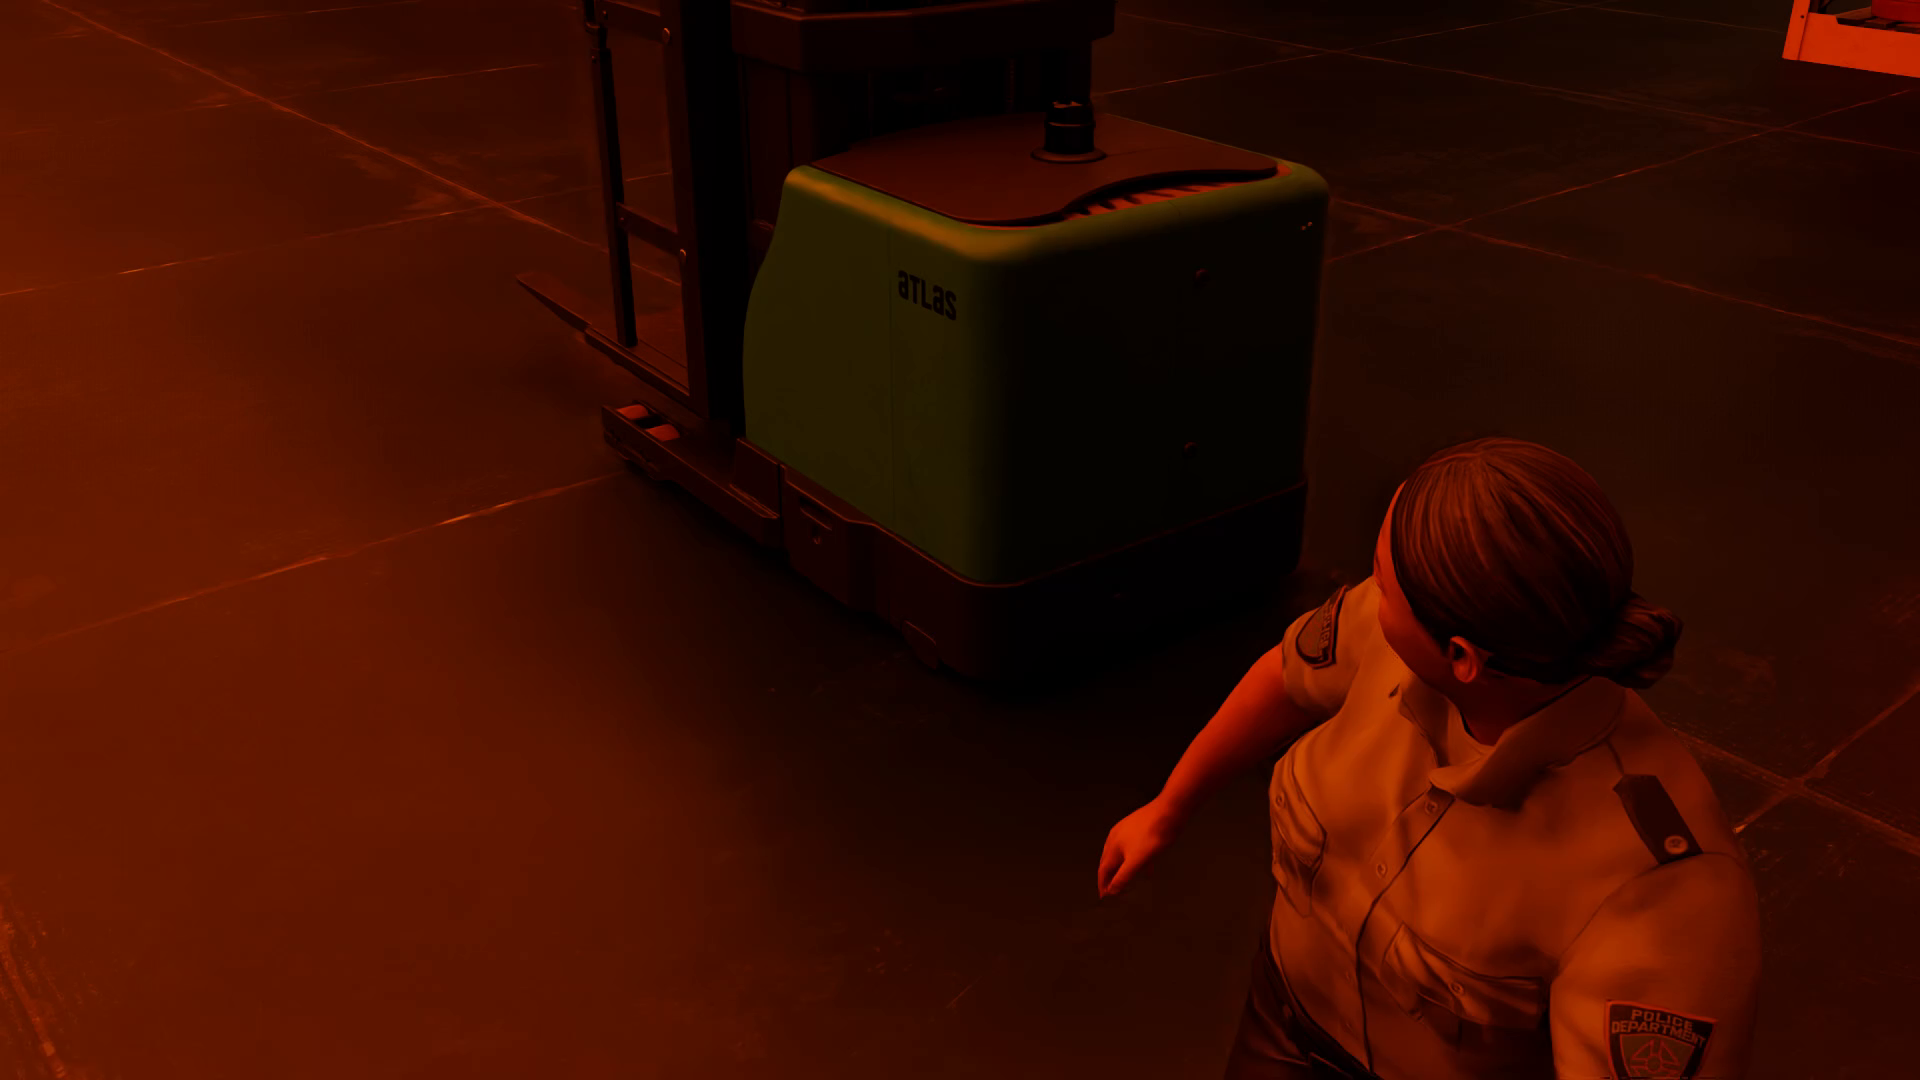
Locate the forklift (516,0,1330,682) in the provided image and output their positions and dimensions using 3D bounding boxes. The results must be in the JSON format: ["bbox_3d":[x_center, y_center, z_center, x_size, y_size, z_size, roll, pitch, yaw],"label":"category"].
[{"bbox_3d":[-0.410,-1.594,4.417,1.130,2.935,3.031,-18,32,-32],"label":"forklift"}]

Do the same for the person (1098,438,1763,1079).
[{"bbox_3d":[0.346,0.574,1.659,0.808,1.527,0.804,-23,34,-38],"label":"person"}]
